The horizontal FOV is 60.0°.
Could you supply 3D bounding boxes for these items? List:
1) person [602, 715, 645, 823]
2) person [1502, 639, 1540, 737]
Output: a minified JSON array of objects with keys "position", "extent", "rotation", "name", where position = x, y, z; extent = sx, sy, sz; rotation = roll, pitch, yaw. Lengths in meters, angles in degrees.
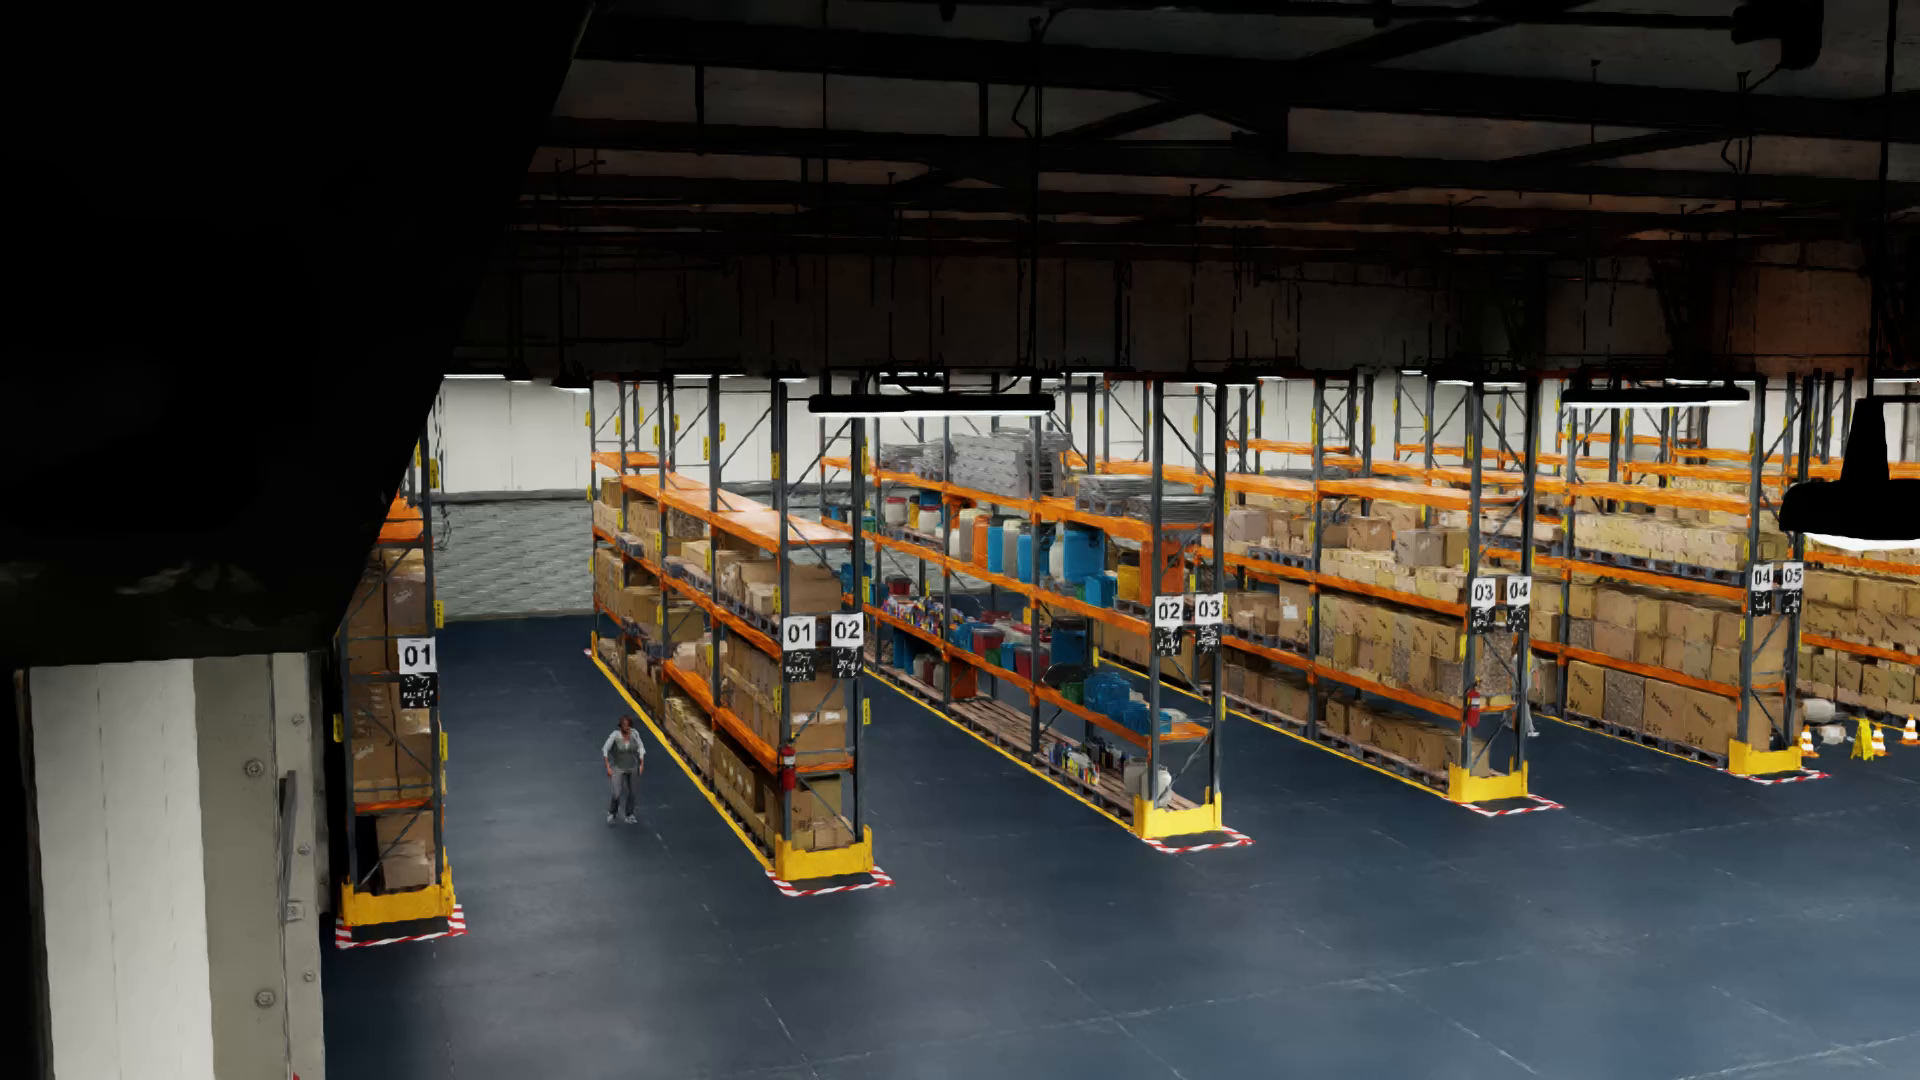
[{"position":[-4.525,3.080,22.378],"extent":[0.566,1.541,0.519],"rotation":[-3,7,-23],"name":"person"},{"position":[9.417,2.429,27.771],"extent":[0.453,1.612,1.019],"rotation":[-2,7,-21],"name":"person"}]
